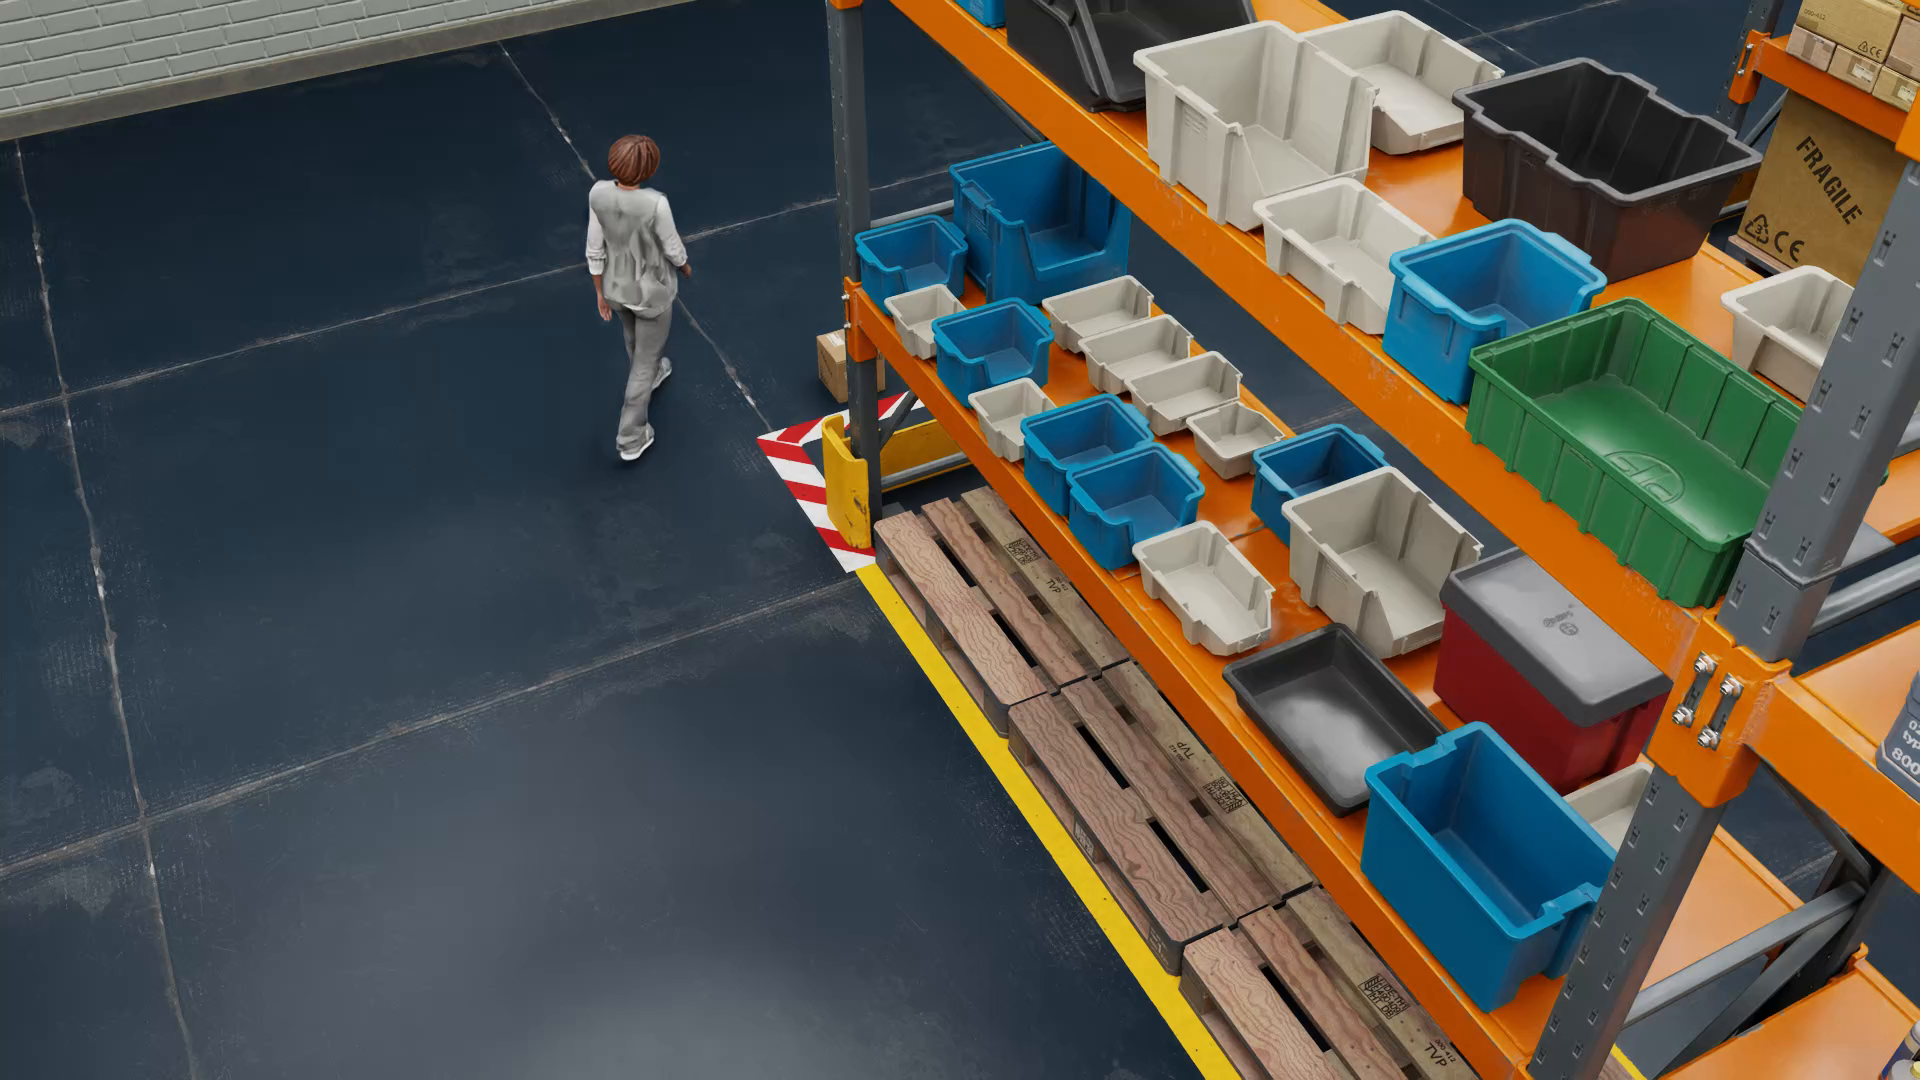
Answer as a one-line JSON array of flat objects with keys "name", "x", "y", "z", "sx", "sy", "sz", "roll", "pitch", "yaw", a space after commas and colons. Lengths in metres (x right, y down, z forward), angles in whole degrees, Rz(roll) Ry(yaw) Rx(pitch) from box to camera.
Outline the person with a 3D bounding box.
[{"name": "person", "x": -1.423, "y": -1.169, "z": 7.520, "sx": 0.481, "sy": 1.557, "sz": 0.793, "roll": 14, "pitch": 43, "yaw": 15}]
